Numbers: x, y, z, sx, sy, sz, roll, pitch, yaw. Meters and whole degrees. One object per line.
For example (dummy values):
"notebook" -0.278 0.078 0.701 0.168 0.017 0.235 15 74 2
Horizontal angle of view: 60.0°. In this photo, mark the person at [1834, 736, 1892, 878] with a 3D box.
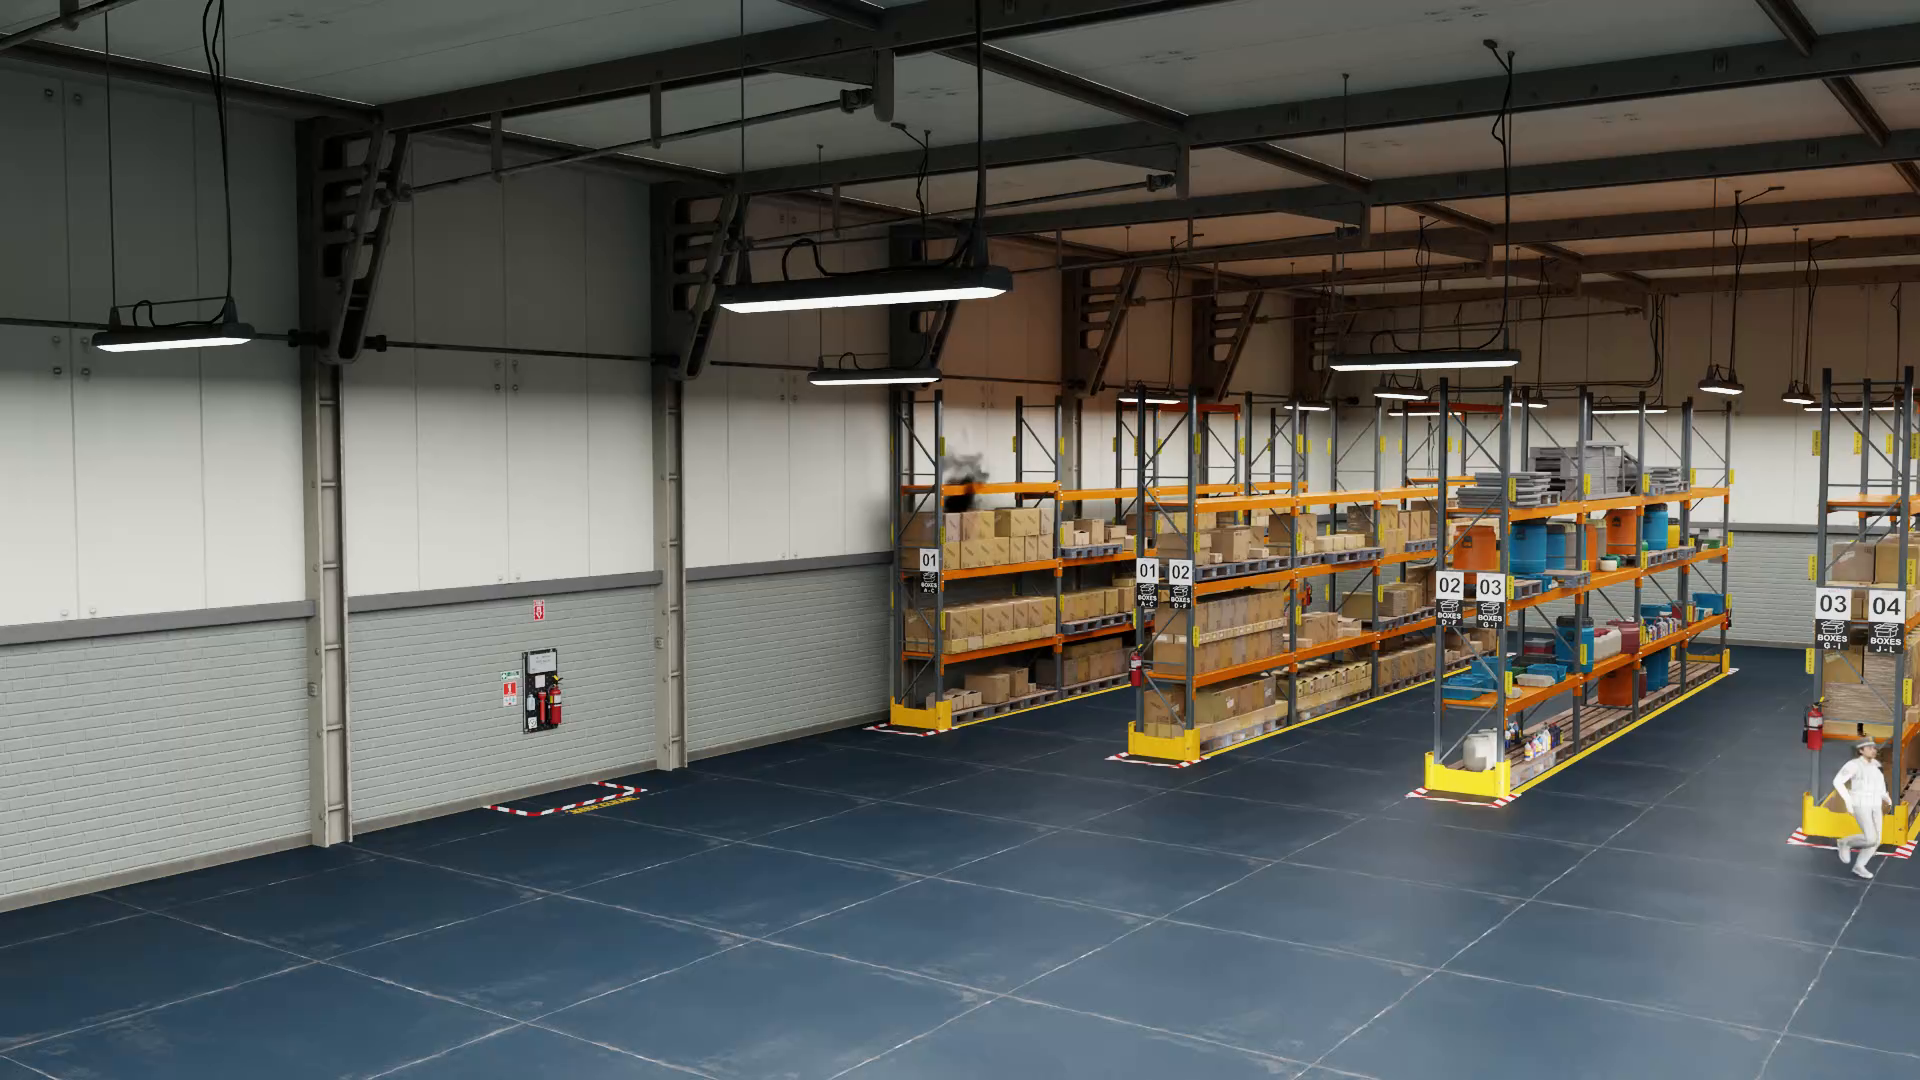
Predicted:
"person" 10.545 3.095 19.355 0.623 1.657 0.551 -1 3 -15
